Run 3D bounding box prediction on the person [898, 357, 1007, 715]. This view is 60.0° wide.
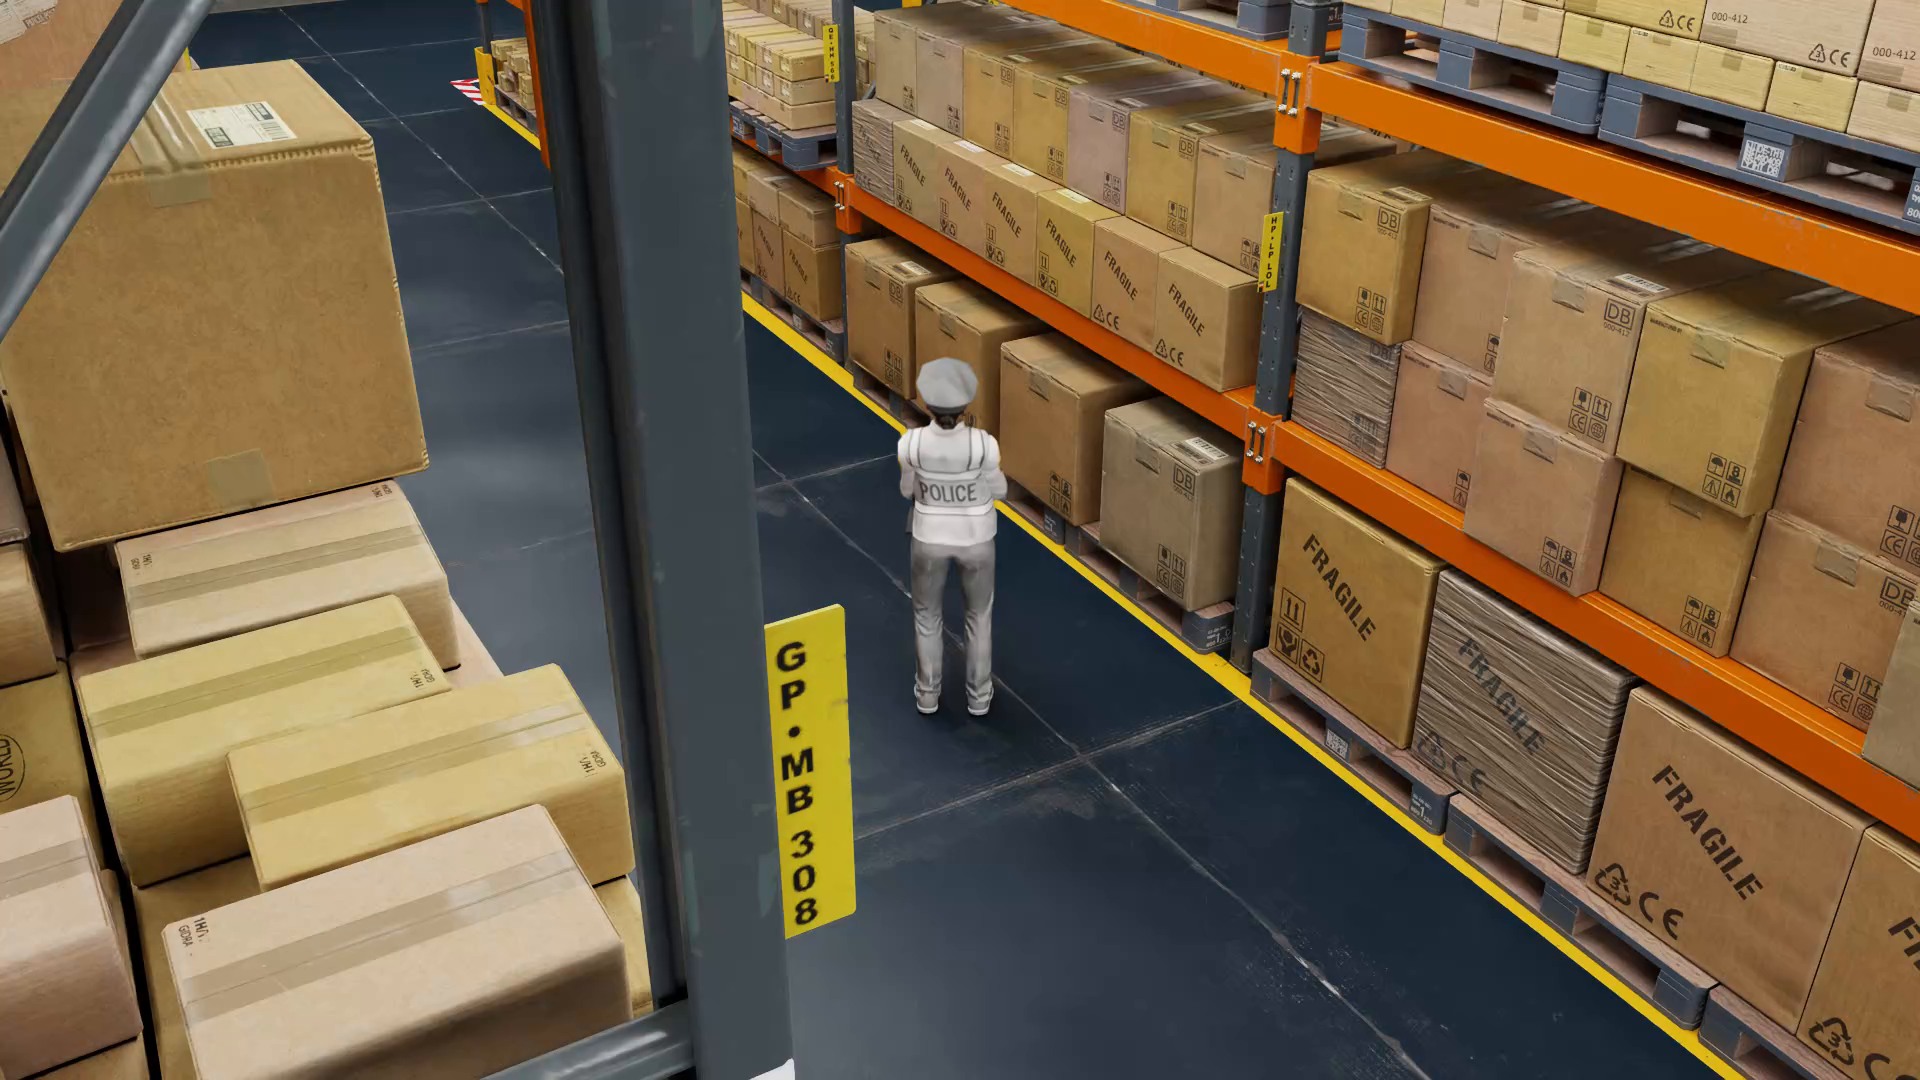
[{"bbox_3d":[-0.027,-0.033,7.161,0.459,1.686,0.562,2,29,3],"label":"person"}]
